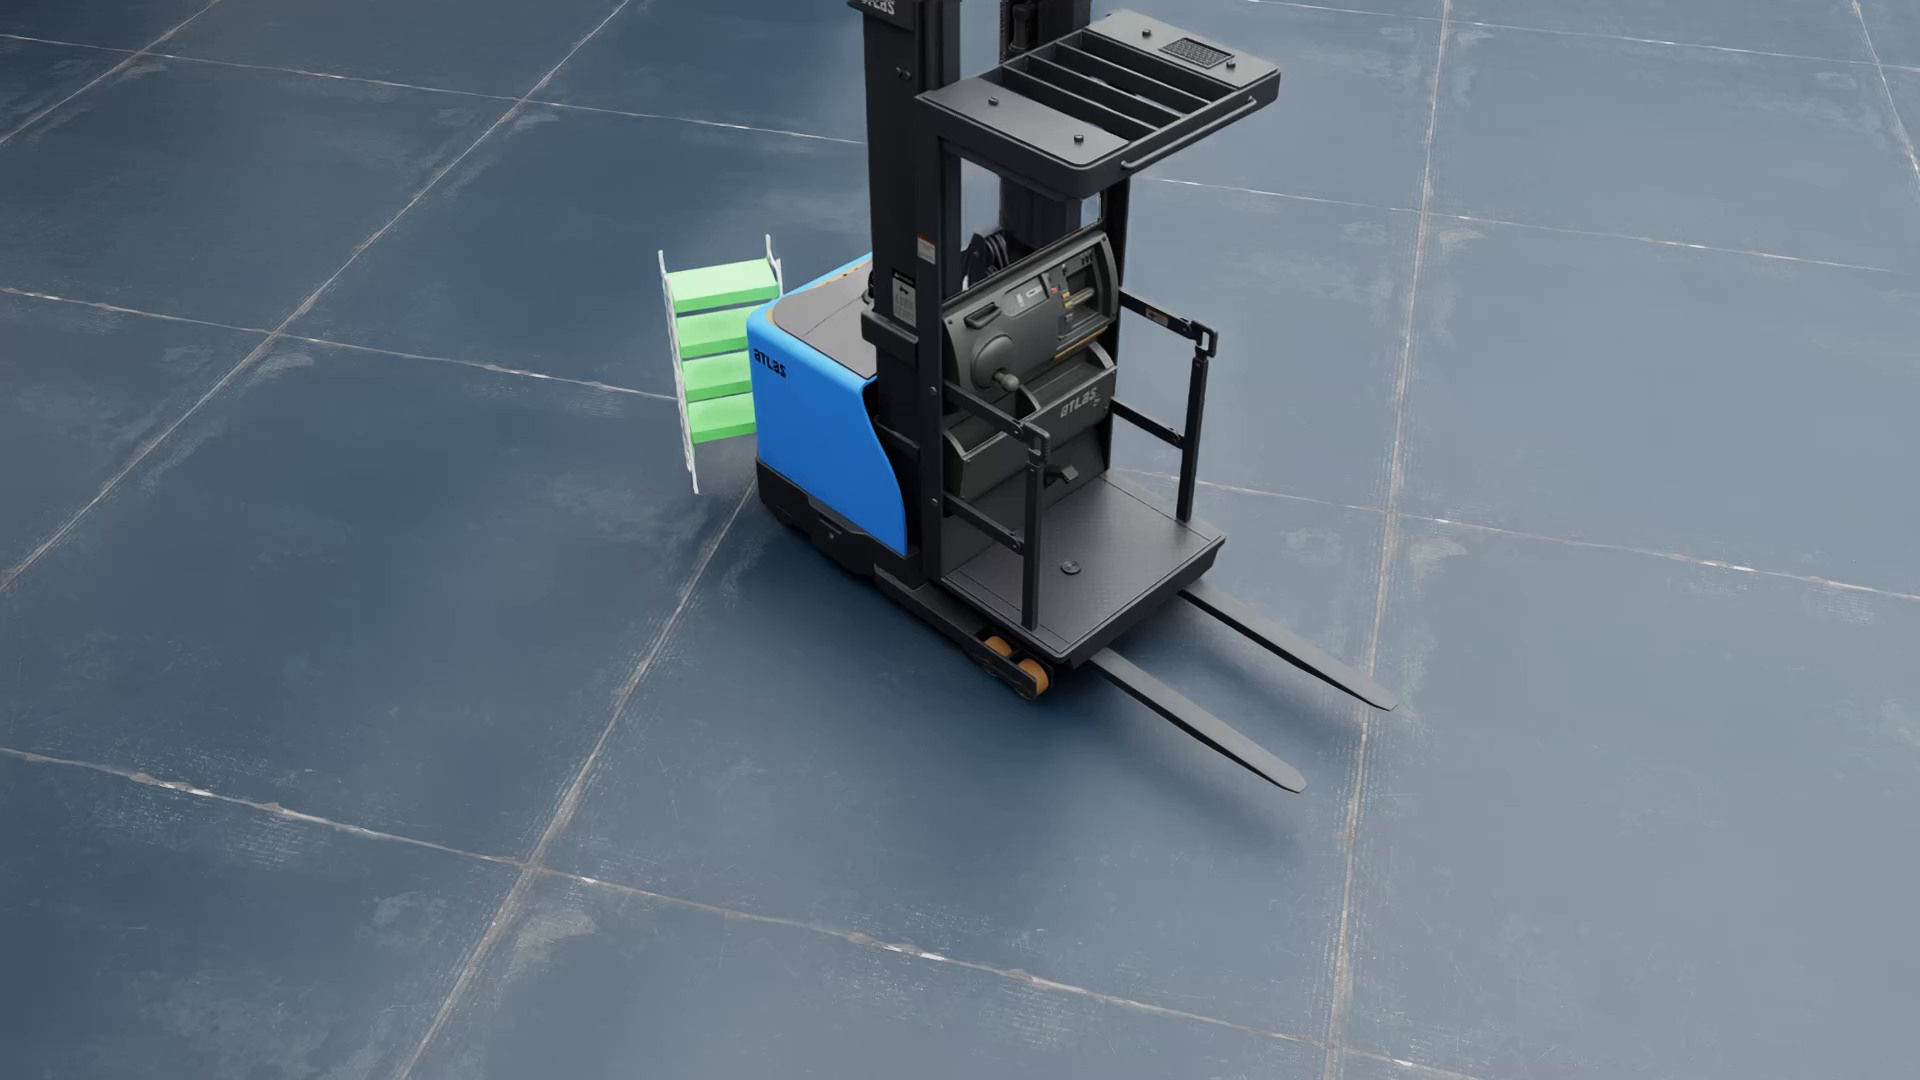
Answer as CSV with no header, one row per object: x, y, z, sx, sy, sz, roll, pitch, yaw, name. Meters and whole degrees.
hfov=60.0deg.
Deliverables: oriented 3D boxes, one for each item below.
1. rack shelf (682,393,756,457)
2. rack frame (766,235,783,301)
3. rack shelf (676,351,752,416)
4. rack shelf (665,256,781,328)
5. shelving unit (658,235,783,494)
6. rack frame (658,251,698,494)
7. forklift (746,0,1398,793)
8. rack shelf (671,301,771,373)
-1.071,-0.570,7.969,0.480,0.148,0.258,-11,41,-13,rack shelf
-0.838,-0.849,7.828,0.015,1.200,0.240,-11,41,-13,rack frame
-1.071,-0.754,7.814,0.480,0.148,0.258,-11,41,-13,rack shelf
-1.071,-1.122,7.506,0.480,0.148,0.258,-11,41,-13,rack shelf
-1.071,-0.803,7.773,0.503,1.200,0.258,-11,41,-13,shelving unit
-1.305,-0.757,7.719,0.015,1.200,0.240,-11,41,-13,rack frame
0.443,-0.838,6.468,3.031,2.935,1.130,33,50,33,forklift
-1.071,-0.938,7.660,0.480,0.148,0.258,-11,41,-13,rack shelf
